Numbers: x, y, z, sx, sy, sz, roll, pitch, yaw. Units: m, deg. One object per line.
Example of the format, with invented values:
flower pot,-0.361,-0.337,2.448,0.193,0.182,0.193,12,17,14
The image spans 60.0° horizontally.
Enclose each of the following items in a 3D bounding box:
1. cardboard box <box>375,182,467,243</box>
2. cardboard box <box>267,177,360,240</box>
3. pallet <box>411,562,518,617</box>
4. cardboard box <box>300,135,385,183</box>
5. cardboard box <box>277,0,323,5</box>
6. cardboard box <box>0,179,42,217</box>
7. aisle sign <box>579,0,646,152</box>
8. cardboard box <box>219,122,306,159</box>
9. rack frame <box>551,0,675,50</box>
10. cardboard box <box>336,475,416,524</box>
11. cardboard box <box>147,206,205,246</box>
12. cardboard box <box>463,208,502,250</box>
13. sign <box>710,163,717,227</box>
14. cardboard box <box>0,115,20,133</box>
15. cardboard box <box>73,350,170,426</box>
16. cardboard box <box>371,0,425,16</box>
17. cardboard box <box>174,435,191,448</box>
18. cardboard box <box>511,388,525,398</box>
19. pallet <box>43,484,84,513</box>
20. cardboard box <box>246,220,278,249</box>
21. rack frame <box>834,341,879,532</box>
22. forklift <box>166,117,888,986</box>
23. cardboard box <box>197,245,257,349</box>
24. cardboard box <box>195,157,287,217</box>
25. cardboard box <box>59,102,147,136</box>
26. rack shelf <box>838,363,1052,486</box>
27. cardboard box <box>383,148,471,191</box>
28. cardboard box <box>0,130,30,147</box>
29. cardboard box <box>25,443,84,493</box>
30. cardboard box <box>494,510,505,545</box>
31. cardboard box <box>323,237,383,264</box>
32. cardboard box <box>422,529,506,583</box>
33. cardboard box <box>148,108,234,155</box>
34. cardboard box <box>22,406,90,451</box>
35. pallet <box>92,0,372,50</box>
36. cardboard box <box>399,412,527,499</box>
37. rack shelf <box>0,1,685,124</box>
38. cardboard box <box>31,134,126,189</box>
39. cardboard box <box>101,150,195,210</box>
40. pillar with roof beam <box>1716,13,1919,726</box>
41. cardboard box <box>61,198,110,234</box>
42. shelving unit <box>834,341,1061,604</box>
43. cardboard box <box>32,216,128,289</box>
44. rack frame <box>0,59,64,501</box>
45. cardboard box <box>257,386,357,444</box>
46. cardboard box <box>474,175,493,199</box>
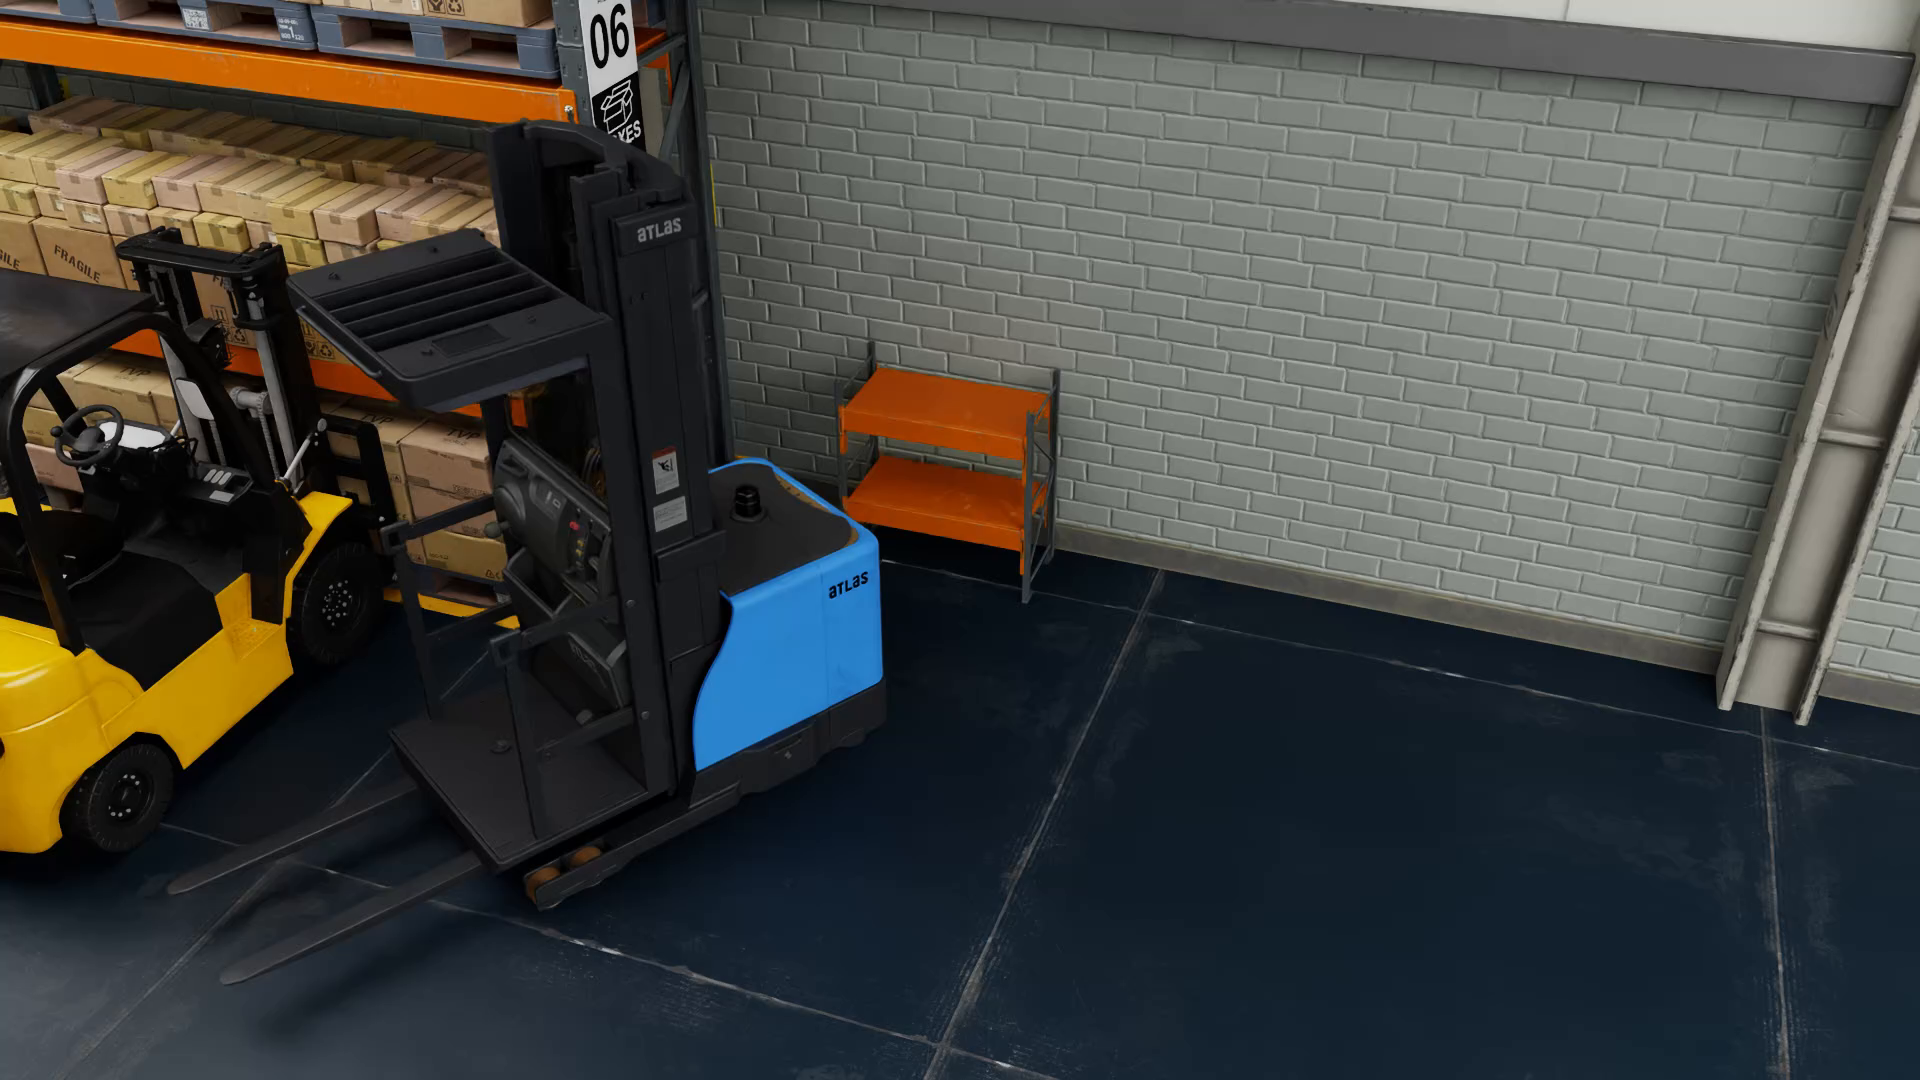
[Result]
cardboard box,-2.544,-1.551,7.890,0.250,0.149,0.380,11,35,17
cardboard box,-3.072,-1.586,7.945,0.250,0.149,0.380,12,35,17
pallet,-2.162,0.046,8.951,1.213,0.211,1.003,11,34,16
cardboard box,-3.119,-1.914,8.453,0.250,0.149,0.380,11,34,17
cardboard box,-2.858,-2.722,7.332,0.500,0.500,0.700,11,35,17
cardboard box,-4.738,-1.814,8.571,0.250,0.149,0.380,12,35,18
aisle sign,-1.465,-1.937,7.055,0.004,0.787,0.394,11,34,16
cardboard box,-3.597,-2.023,8.621,0.250,0.149,0.380,11,34,16
rack frame,-1.428,-3.527,6.384,0.127,3.000,1.000,11,34,16
cardboard box,-2.954,-0.348,8.679,0.500,0.250,0.500,10,34,15
cardboard box,-3.787,-1.611,8.258,0.250,0.149,0.380,10,34,15
cardboard box,-2.079,-1.433,7.708,0.250,0.149,0.380,11,34,17
sign,-1.235,-1.686,8.192,0.005,0.325,0.100,11,34,16
cardboard box,-5.452,-2.227,9.211,0.250,0.149,0.380,10,34,15
cardboard box,-4.366,-0.832,8.968,0.500,0.250,0.500,11,34,17
cardboard box,-2.311,-2.376,7.119,0.250,0.149,0.380,10,34,15
cardboard box,-3.898,-0.534,8.967,0.500,0.250,0.500,11,34,16
cardboard box,-1.980,-1.004,7.916,0.500,0.500,0.500,10,34,15
pallet,-4.459,-0.400,9.643,1.213,0.211,1.003,11,34,16
cardboard box,-3.270,-1.555,8.171,0.250,0.149,0.380,11,34,16
rack frame,-0.543,-0.449,8.877,0.032,1.125,0.500,11,34,16
forklift,-1.798,-0.036,6.572,3.031,2.935,1.130,-24,40,-32
cardboard box,-3.425,-1.284,8.349,0.500,0.500,0.500,11,35,17
cardboard box,-3.514,-1.736,8.177,0.250,0.149,0.380,11,34,17
cardboard box,-4.569,-2.207,8.906,0.250,0.149,0.380,10,34,15
rack shelf,-0.062,-0.606,8.579,1.000,0.278,0.538,11,34,16
cardboard box,-2.645,-1.811,8.293,0.250,0.149,0.380,12,35,18
cardboard box,-4.994,-1.968,8.536,0.250,0.149,0.380,12,35,17
cardboard box,-4.850,-0.502,9.378,0.500,0.250,0.500,11,35,17
cardboard box,-1.992,-0.167,8.398,0.500,0.250,0.500,11,34,16
cardboard box,-2.820,-1.428,7.973,0.250,0.149,0.380,10,34,15
cardboard box,-2.442,-0.048,8.675,0.500,0.250,0.500,11,34,16
cardboard box,-4.059,-2.151,8.820,0.250,0.149,0.380,10,34,16
cardboard box,-4.843,-0.724,9.260,0.500,0.250,0.500,11,34,16
pallet,-3.237,-2.594,7.787,1.213,0.211,1.003,11,34,16
cardboard box,-2.450,-0.463,8.396,0.500,0.250,0.500,12,35,17
rack shelf,-3.311,-2.330,7.960,4.000,0.370,1.077,11,34,16
cardboard box,-4.474,-1.924,8.468,0.250,0.149,0.380,10,34,16
cardboard box,-4.013,-1.791,8.262,0.250,0.149,0.380,10,34,16
pillar with roof beam,2.416,-0.818,2.189,0.400,9.000,9.100,11,34,16
cardboard box,-4.276,-1.697,8.391,0.250,0.149,0.380,12,35,18
shelving unit,-0.062,-0.360,8.738,1.048,1.125,0.538,11,34,16
cardboard box,-4.368,-1.479,8.651,0.500,0.500,0.500,12,35,17
rack frame,-5.194,-1.738,9.145,0.127,3.000,1.000,11,34,16
cardboard box,-3.402,-0.647,8.681,0.500,0.250,0.500,10,34,15
cardboard box,-2.161,-1.723,8.156,0.250,0.149,0.380,12,35,17
